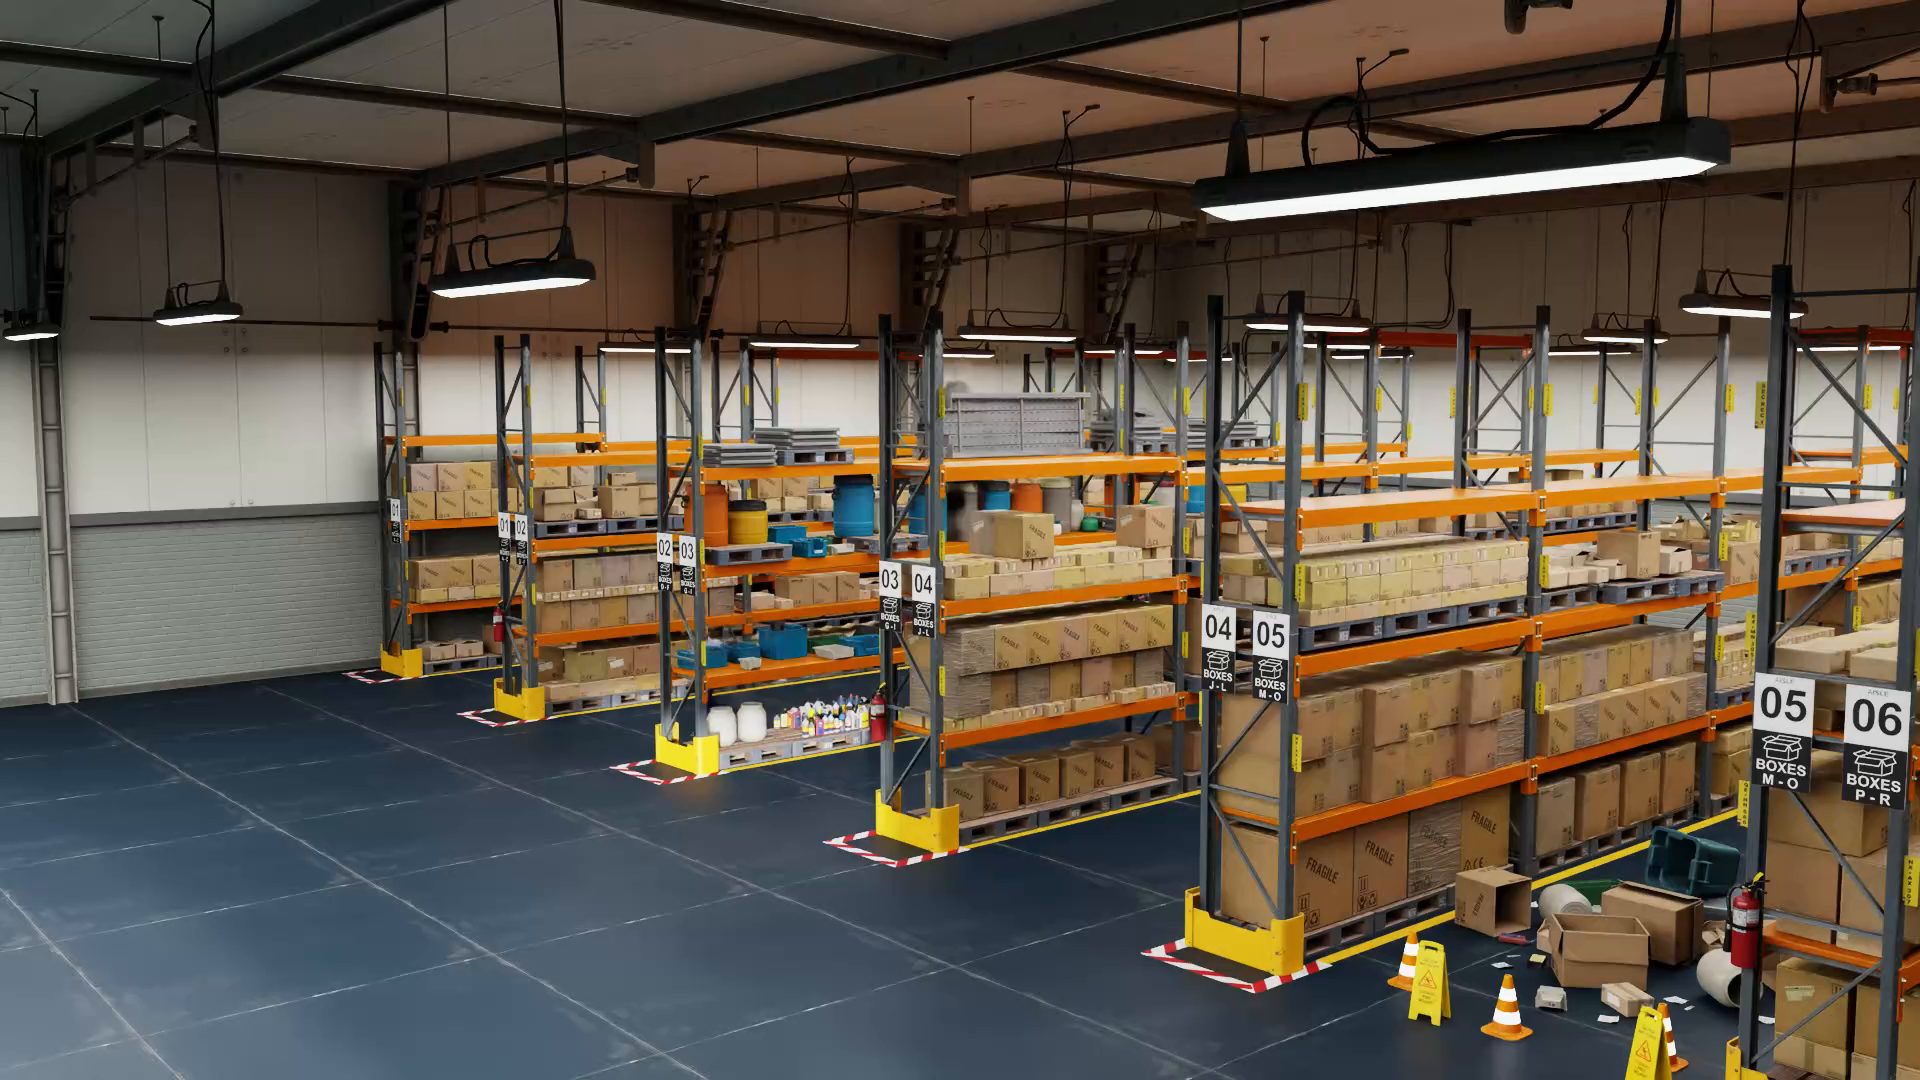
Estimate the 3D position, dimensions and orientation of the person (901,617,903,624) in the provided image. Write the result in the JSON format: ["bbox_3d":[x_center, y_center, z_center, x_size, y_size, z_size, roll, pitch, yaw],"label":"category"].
[{"bbox_3d":[-1.330,1.262,34.068,0.599,1.633,0.581,-4,7,-39],"label":"person"}]

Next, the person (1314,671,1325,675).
[{"bbox_3d":[4.772,2.459,21.042,0.707,1.720,1.018,4,7,39],"label":"person"}]

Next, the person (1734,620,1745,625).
[{"bbox_3d":[11.917,2.042,25.507,0.574,1.626,0.566,-4,7,-40],"label":"person"}]

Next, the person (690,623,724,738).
[{"bbox_3d":[-3.813,2.080,24.986,0.581,1.697,0.826,3,6,33],"label":"person"}]
